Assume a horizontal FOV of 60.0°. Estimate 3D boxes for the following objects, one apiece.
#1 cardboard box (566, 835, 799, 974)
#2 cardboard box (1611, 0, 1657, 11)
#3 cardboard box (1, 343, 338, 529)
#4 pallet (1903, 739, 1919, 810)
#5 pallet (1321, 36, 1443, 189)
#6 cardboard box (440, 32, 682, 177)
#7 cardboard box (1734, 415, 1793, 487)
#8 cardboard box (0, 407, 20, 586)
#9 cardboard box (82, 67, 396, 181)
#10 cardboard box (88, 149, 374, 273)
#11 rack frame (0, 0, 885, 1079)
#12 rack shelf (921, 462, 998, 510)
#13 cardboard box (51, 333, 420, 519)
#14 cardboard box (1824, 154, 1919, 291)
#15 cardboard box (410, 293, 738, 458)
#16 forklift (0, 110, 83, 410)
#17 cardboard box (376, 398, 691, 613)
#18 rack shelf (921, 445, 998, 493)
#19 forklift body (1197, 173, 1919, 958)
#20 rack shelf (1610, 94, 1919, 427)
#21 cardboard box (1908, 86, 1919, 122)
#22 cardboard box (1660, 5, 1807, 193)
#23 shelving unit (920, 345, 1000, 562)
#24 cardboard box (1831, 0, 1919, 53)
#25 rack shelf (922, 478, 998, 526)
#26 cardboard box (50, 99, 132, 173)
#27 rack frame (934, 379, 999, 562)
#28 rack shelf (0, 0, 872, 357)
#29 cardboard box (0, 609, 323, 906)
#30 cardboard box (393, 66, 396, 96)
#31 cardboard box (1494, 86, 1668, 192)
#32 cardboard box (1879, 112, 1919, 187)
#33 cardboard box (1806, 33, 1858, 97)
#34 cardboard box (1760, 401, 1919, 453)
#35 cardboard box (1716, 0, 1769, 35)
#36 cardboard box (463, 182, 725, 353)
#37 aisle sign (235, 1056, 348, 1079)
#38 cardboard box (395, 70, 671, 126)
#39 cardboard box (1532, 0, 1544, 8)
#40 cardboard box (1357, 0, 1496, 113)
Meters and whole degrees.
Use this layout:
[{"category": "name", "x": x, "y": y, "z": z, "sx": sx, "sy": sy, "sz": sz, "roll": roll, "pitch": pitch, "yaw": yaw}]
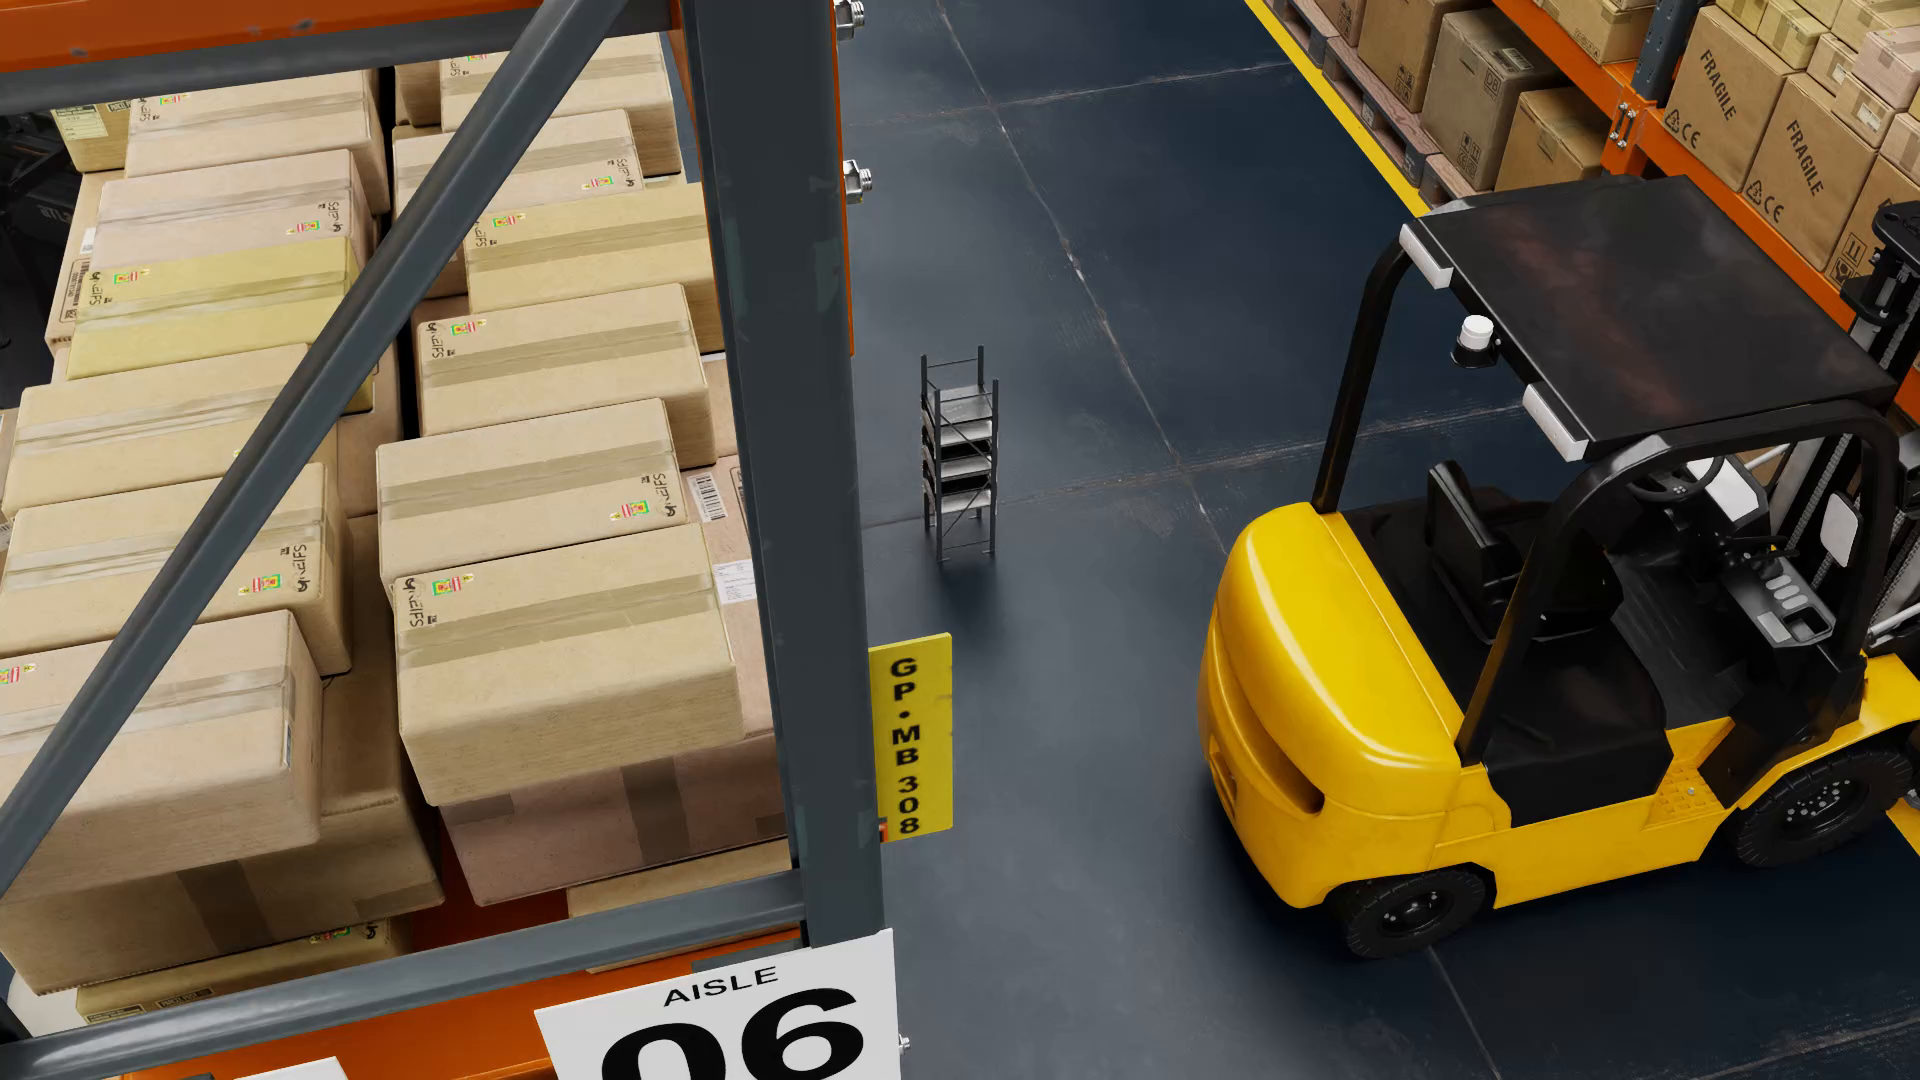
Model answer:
[{"category": "cardboard box", "x": -0.352, "y": 0.419, "z": 2.315, "sx": 0.380, "sy": 0.149, "sz": 0.250, "roll": -11, "pitch": 47, "yaw": -10}, {"category": "cardboard box", "x": 2.819, "y": -2.417, "z": 6.774, "sx": 0.500, "sy": 0.250, "sz": 0.500, "roll": -12, "pitch": 47, "yaw": -11}, {"category": "cardboard box", "x": -1.065, "y": -0.109, "z": 2.274, "sx": 0.380, "sy": 0.149, "sz": 0.250, "roll": -11, "pitch": 47, "yaw": -11}, {"category": "pallet", "x": 3.671, "y": 0.374, "z": 6.235, "sx": 1.003, "sy": 0.211, "sz": 1.213, "roll": -11, "pitch": 47, "yaw": -10}, {"category": "pallet", "x": 2.650, "y": -2.372, "z": 8.927, "sx": 1.003, "sy": 0.211, "sz": 1.213, "roll": -11, "pitch": 47, "yaw": -10}, {"category": "cardboard box", "x": -0.696, "y": -0.745, "z": 2.897, "sx": 0.380, "sy": 0.149, "sz": 0.250, "roll": -10, "pitch": 46, "yaw": -9}, {"category": "cardboard box", "x": 3.266, "y": -0.275, "z": 6.200, "sx": 0.500, "sy": 0.250, "sz": 0.500, "roll": -11, "pitch": 47, "yaw": -11}, {"category": "cardboard box", "x": -3.318, "y": -0.136, "z": 6.003, "sx": 0.500, "sy": 0.500, "sz": 0.500, "roll": -11, "pitch": 47, "yaw": -10}, {"category": "cardboard box", "x": -1.369, "y": -0.789, "z": 3.220, "sx": 0.500, "sy": 0.250, "sz": 0.500, "roll": -10, "pitch": 46, "yaw": -10}, {"category": "cardboard box", "x": -1.136, "y": -0.464, "z": 2.622, "sx": 0.380, "sy": 0.149, "sz": 0.250, "roll": -11, "pitch": 47, "yaw": -10}, {"category": "rack frame", "x": -0.581, "y": -0.430, "z": 0.871, "sx": 1.000, "sy": 3.000, "sz": 0.127, "roll": -11, "pitch": 47, "yaw": -10}, {"category": "rack shelf", "x": -0.002, "y": -0.234, "z": 6.522, "sx": 0.258, "sy": 0.077, "sz": 0.200, "roll": -11, "pitch": 47, "yaw": -10}, {"category": "cardboard box", "x": -1.088, "y": -0.086, "z": 2.531, "sx": 0.500, "sy": 0.250, "sz": 0.500, "roll": -11, "pitch": 47, "yaw": -11}, {"category": "cardboard box", "x": 3.333, "y": -0.977, "z": 5.538, "sx": 0.500, "sy": 0.500, "sz": 0.500, "roll": -11, "pitch": 47, "yaw": -11}, {"category": "cardboard box", "x": -0.572, "y": -0.177, "z": 2.620, "sx": 0.500, "sy": 0.250, "sz": 0.500, "roll": -11, "pitch": 47, "yaw": -11}, {"category": "forklift", "x": -3.922, "y": -1.673, "z": 6.337, "sx": 1.130, "sy": 2.935, "sz": 3.031, "roll": 16, "pitch": 48, "yaw": 16}, {"category": "cardboard box", "x": -0.555, "y": -0.025, "z": 2.192, "sx": 0.380, "sy": 0.149, "sz": 0.250, "roll": -11, "pitch": 47, "yaw": -10}, {"category": "rack shelf", "x": -0.002, "y": -0.297, "z": 6.458, "sx": 0.258, "sy": 0.077, "sz": 0.200, "roll": -11, "pitch": 47, "yaw": -10}, {"category": "forklift body", "x": 1.967, "y": 0.081, "z": 5.165, "sx": 2.313, "sy": 2.155, "sz": 1.214, "roll": -11, "pitch": 47, "yaw": -10}, {"category": "rack shelf", "x": 3.704, "y": -0.370, "z": 5.516, "sx": 1.077, "sy": 0.370, "sz": 4.000, "roll": -11, "pitch": 47, "yaw": -10}, {"category": "cardboard box", "x": 3.274, "y": -1.385, "z": 5.275, "sx": 0.380, "sy": 0.149, "sz": 0.250, "roll": -11, "pitch": 47, "yaw": -11}, {"category": "cardboard box", "x": 3.053, "y": -1.683, "z": 6.229, "sx": 0.500, "sy": 0.500, "sz": 0.500, "roll": -12, "pitch": 47, "yaw": -11}, {"category": "shelving unit", "x": -0.002, "y": -0.321, "z": 6.434, "sx": 0.258, "sy": 0.900, "sz": 0.210, "roll": -11, "pitch": 47, "yaw": -10}, {"category": "cardboard box", "x": 3.215, "y": -1.756, "z": 5.638, "sx": 0.380, "sy": 0.149, "sz": 0.250, "roll": -11, "pitch": 47, "yaw": -11}, {"category": "rack shelf", "x": -0.002, "y": -0.171, "z": 6.586, "sx": 0.258, "sy": 0.077, "sz": 0.200, "roll": -11, "pitch": 47, "yaw": -10}, {"category": "cardboard box", "x": -1.379, "y": -0.804, "z": 2.955, "sx": 0.380, "sy": 0.149, "sz": 0.250, "roll": -10, "pitch": 46, "yaw": -9}, {"category": "rack frame", "x": 0.024, "y": -0.250, "z": 6.365, "sx": 0.240, "sy": 0.900, "sz": 0.006, "roll": -11, "pitch": 47, "yaw": -10}, {"category": "rack shelf", "x": -1.093, "y": -1.558, "z": 2.482, "sx": 1.077, "sy": 0.370, "sz": 4.000, "roll": -11, "pitch": 47, "yaw": -10}, {"category": "cardboard box", "x": -0.953, "y": 0.249, "z": 1.923, "sx": 0.380, "sy": 0.149, "sz": 0.250, "roll": -10, "pitch": 46, "yaw": -10}, {"category": "cardboard box", "x": -1.496, "y": -1.086, "z": 3.789, "sx": 0.380, "sy": 0.149, "sz": 0.250, "roll": -12, "pitch": 47, "yaw": -12}, {"category": "cardboard box", "x": 3.047, "y": -1.676, "z": 7.661, "sx": 0.875, "sy": 0.625, "sz": 0.625, "roll": -9, "pitch": 46, "yaw": -9}, {"category": "cardboard box", "x": 3.238, "y": -1.278, "z": 5.378, "sx": 0.380, "sy": 0.149, "sz": 0.250, "roll": -11, "pitch": 47, "yaw": -11}, {"category": "cardboard box", "x": 3.181, "y": -1.643, "z": 5.736, "sx": 0.380, "sy": 0.149, "sz": 0.250, "roll": -11, "pitch": 47, "yaw": -10}, {"category": "cardboard box", "x": 3.272, "y": -0.449, "z": 6.021, "sx": 0.500, "sy": 0.250, "sz": 0.500, "roll": -9, "pitch": 46, "yaw": -9}, {"category": "cardboard box", "x": 3.019, "y": -1.996, "z": 6.082, "sx": 0.380, "sy": 0.149, "sz": 0.250, "roll": -11, "pitch": 47, "yaw": -11}, {"category": "cardboard box", "x": -0.552, "y": -0.396, "z": 2.555, "sx": 0.380, "sy": 0.149, "sz": 0.250, "roll": -11, "pitch": 47, "yaw": -10}, {"category": "aisle sign", "x": -0.846, "y": 0.855, "z": 1.991, "sx": 0.394, "sy": 0.787, "sz": 0.004, "roll": -11, "pitch": 47, "yaw": -10}, {"category": "cardboard box", "x": -0.841, "y": -0.887, "z": 3.315, "sx": 0.500, "sy": 0.250, "sz": 0.500, "roll": -10, "pitch": 46, "yaw": -9}, {"category": "cardboard box", "x": 2.676, "y": -2.596, "z": 7.299, "sx": 0.500, "sy": 0.250, "sz": 0.500, "roll": -11, "pitch": 47, "yaw": -11}, {"category": "cardboard box", "x": 2.662, "y": -2.732, "z": 8.696, "sx": 0.875, "sy": 0.625, "sz": 0.625, "roll": -12, "pitch": 47, "yaw": -12}]
